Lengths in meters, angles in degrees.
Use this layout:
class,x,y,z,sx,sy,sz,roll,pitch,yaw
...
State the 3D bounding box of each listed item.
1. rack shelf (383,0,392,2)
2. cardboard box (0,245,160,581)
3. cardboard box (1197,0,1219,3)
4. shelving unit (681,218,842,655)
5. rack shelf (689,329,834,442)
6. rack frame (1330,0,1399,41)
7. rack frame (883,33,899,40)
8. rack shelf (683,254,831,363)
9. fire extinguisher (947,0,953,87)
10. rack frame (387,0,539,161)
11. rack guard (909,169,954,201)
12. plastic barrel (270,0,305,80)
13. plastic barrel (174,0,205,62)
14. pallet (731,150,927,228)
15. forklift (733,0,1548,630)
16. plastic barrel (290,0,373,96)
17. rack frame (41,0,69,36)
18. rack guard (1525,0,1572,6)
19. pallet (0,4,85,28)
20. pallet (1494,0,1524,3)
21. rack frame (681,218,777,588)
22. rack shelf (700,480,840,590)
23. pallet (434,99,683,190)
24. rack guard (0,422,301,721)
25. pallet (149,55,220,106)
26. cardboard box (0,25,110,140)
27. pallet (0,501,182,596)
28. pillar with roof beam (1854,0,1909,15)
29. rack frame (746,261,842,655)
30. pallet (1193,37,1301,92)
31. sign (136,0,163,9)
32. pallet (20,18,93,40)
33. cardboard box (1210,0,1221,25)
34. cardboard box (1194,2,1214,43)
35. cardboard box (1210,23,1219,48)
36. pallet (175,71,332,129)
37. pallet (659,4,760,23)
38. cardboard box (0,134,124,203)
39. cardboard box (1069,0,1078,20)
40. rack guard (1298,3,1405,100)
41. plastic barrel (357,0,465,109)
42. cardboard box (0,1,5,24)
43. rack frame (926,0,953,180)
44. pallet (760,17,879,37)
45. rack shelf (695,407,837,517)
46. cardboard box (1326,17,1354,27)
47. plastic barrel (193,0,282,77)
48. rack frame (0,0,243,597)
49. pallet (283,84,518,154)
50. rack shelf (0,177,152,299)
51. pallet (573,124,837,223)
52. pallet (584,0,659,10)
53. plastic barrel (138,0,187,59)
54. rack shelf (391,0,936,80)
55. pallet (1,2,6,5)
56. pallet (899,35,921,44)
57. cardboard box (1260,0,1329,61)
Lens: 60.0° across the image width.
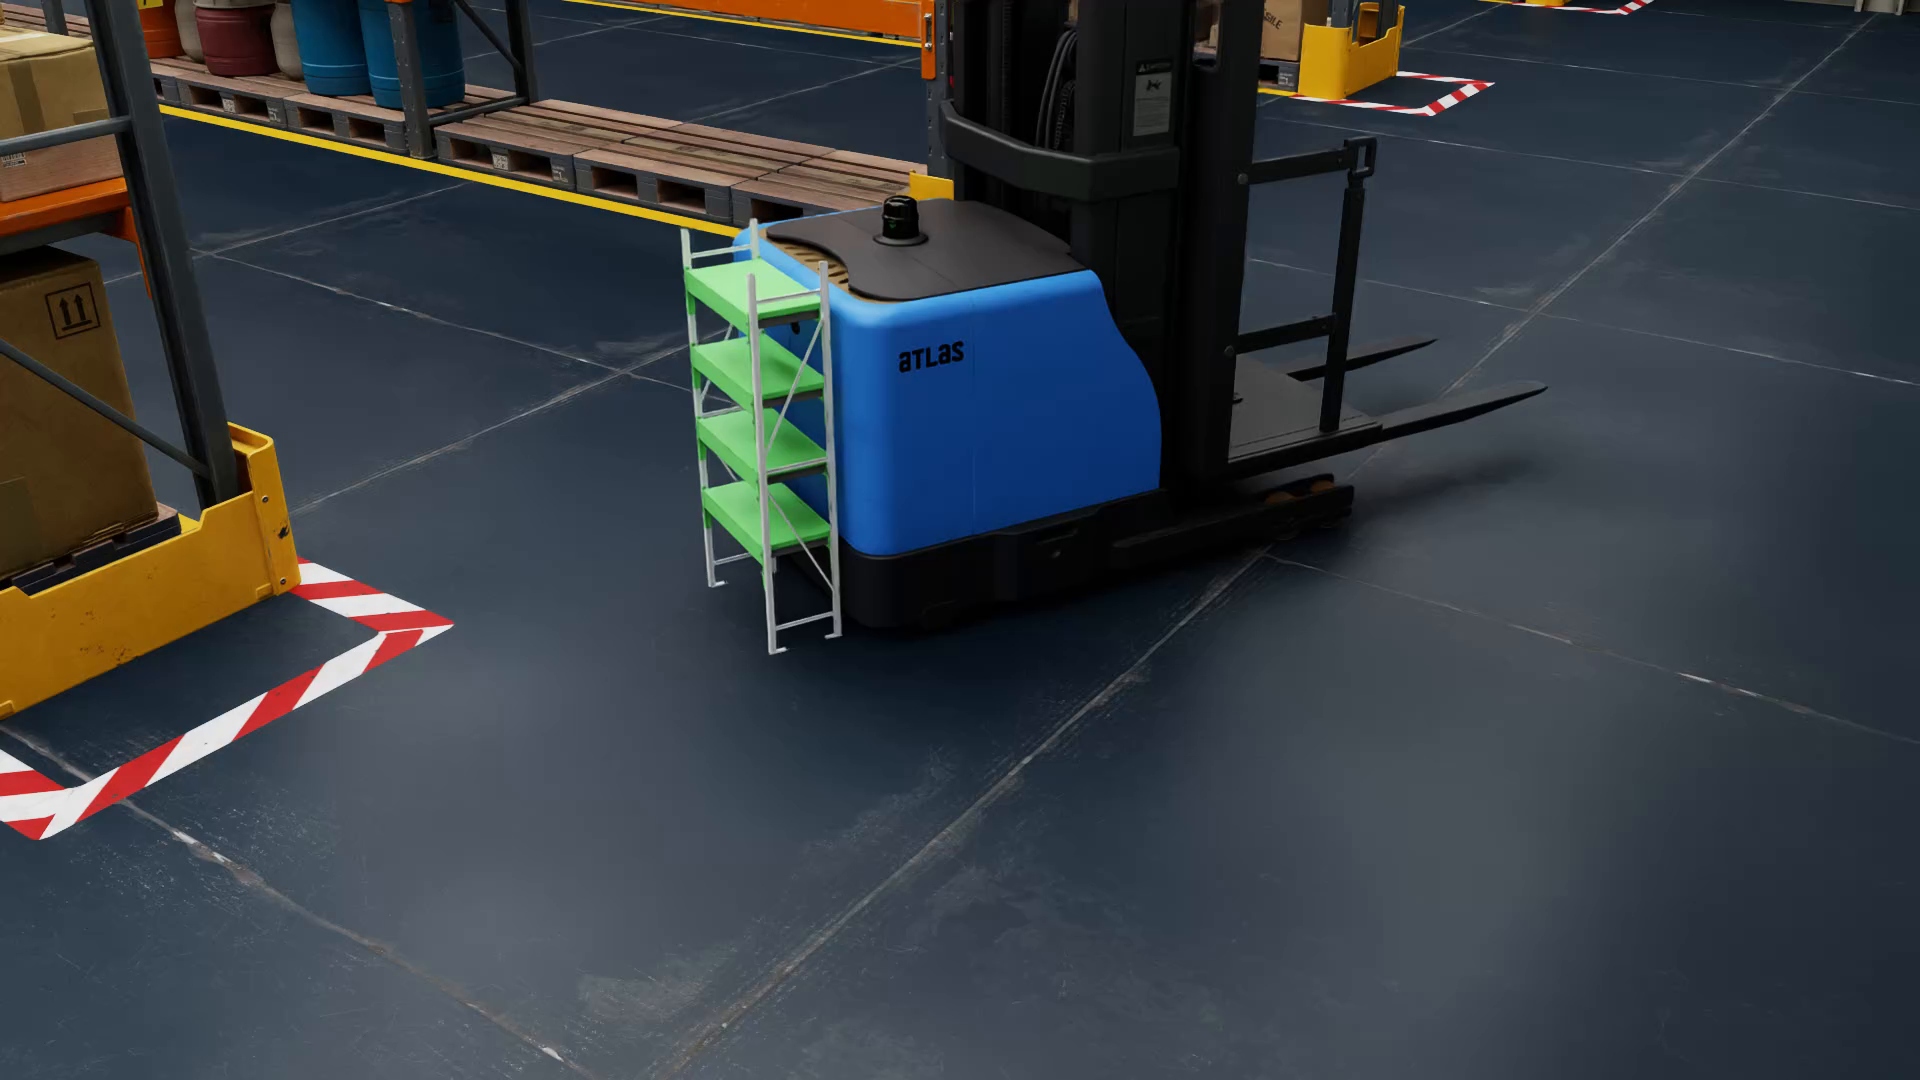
class,x,y,z,sx,sy,sz,roll,pitch,yaw
rack shelf,-4.778,-4.105,11.303,4.000,0.370,1.077,17,32,30
cardboard box,-3.209,-0.408,5.124,0.875,0.875,0.875,17,32,30
cardboard box,1.863,-4.209,13.260,0.500,0.250,0.500,17,32,30
shelving unit,-0.596,-0.310,5.036,0.258,1.200,0.503,-15,30,-26
rack shelf,-0.596,-0.467,4.956,0.258,0.148,0.480,-15,30,-26
rack frame,2.975,-4.736,11.749,0.127,3.000,1.000,17,32,30
rack frame,-0.322,-5.763,13.767,0.127,3.000,1.000,17,32,30
rack shelf,-0.596,-0.681,4.848,0.258,0.148,0.480,-15,30,-26
fire extinguisher,0.035,-2.476,7.804,0.183,0.674,0.296,17,32,30
rack frame,-3.129,-3.912,10.130,0.127,3.000,1.000,17,32,30
rack guard,0.195,-1.770,8.676,0.348,0.500,1.175,17,32,30
plastic barrel,-4.567,-3.497,11.594,0.421,0.512,0.421,0,27,0
plastic barrel,-5.498,-3.787,12.164,0.421,0.512,0.421,0,27,0
pallet,-0.490,-1.869,9.189,1.213,0.211,1.003,17,32,30
forklift,0.791,-1.498,5.462,3.031,2.935,1.130,-14,30,-26
plastic barrel,-4.152,-3.492,11.155,0.708,0.901,0.600,17,32,30
rack frame,-6.427,-4.939,12.149,0.127,3.000,1.000,17,32,30
rack guard,5.797,-5.469,15.945,0.348,0.500,1.175,17,32,30
pallet,-8.045,-4.224,13.817,1.213,0.211,1.003,17,32,30
pallet,5.073,-5.522,16.369,1.213,0.211,1.003,17,32,30
rack frame,-0.717,-0.406,5.225,0.240,1.200,0.015,-15,30,-26
rack shelf,-0.596,-0.039,5.174,0.258,0.148,0.480,-15,30,-26
pallet,-2.501,-2.495,10.420,1.213,0.211,1.003,17,32,30
rack guard,-2.617,0.087,5.028,0.348,0.500,1.175,17,32,30
pallet,-5.753,-3.510,12.414,1.213,0.211,1.003,17,32,30
cardboard box,-2.879,-1.323,4.881,0.500,0.250,0.500,16,31,29
pallet,-3.340,0.033,5.452,1.213,0.211,1.003,17,32,30
pillar with roof beam,6.055,-7.283,10.140,0.400,9.000,9.100,17,32,30
rack frame,-0.475,-0.214,4.847,0.240,1.200,0.015,-15,30,-26
pallet,2.255,-3.717,12.822,1.213,0.211,1.003,17,32,30
sign,-2.317,-1.661,4.664,0.005,0.325,0.100,17,32,30
pallet,-7.043,-3.910,13.201,1.213,0.211,1.003,17,32,30
cardboard box,2.276,-4.081,13.008,0.500,0.250,0.500,17,32,30
cardboard box,1.622,-4.009,12.868,0.500,0.250,0.500,17,32,30
cardboard box,2.105,-3.855,12.656,0.250,0.166,0.380,17,32,30
pallet,-4.752,-3.196,11.798,1.213,0.211,1.003,17,32,30
pallet,-2.024,-5.028,15.398,1.213,0.211,1.003,17,32,30
cardboard box,-2.742,-1.136,4.952,0.250,0.149,0.380,18,32,31
cardboard box,1.230,-4.366,13.290,0.637,0.503,0.797,17,32,30
rack guard,2.913,-3.642,12.354,0.348,0.500,1.175,17,32,30
plastic barrel,-3.568,-3.310,10.798,0.708,0.901,0.600,17,32,30
cardboard box,-3.291,-1.786,4.963,0.500,0.500,0.500,16,31,29
rack frame,0.168,-2.885,8.112,0.127,3.000,1.000,17,32,30
pallet,-1.014,-4.715,14.783,1.213,0.211,1.003,17,32,30
rack shelf,-0.596,-0.253,5.065,0.258,0.148,0.480,-15,30,-26
cardboard box,2.825,-3.898,12.760,0.250,0.149,0.380,17,32,30
plastic barrel,-5.083,-3.643,11.796,0.708,0.588,0.600,17,32,30
rack frame,-2.636,-1.033,4.473,0.127,3.000,1.000,17,32,30
pallet,-3.742,-2.883,11.183,1.213,0.211,1.003,17,32,30
rack shelf,-4.285,-1.226,5.646,4.000,0.370,1.077,17,32,30
pallet,-1.492,-2.182,9.805,1.213,0.211,1.003,17,32,30
pallet,-3.025,-5.342,16.014,1.213,0.211,1.003,17,32,30
plastic barrel,-6.014,-4.040,12.311,0.708,0.830,0.600,17,32,30
rack shelf,-1.481,-3.078,9.284,4.000,0.370,1.077,17,32,30
pallet,-9.054,-4.537,14.432,1.213,0.211,1.003,17,32,30
pallet,0.244,-4.344,14.053,1.213,0.211,1.003,17,32,30
cardboard box,2.388,-3.866,12.310,0.500,0.500,0.500,17,32,30
